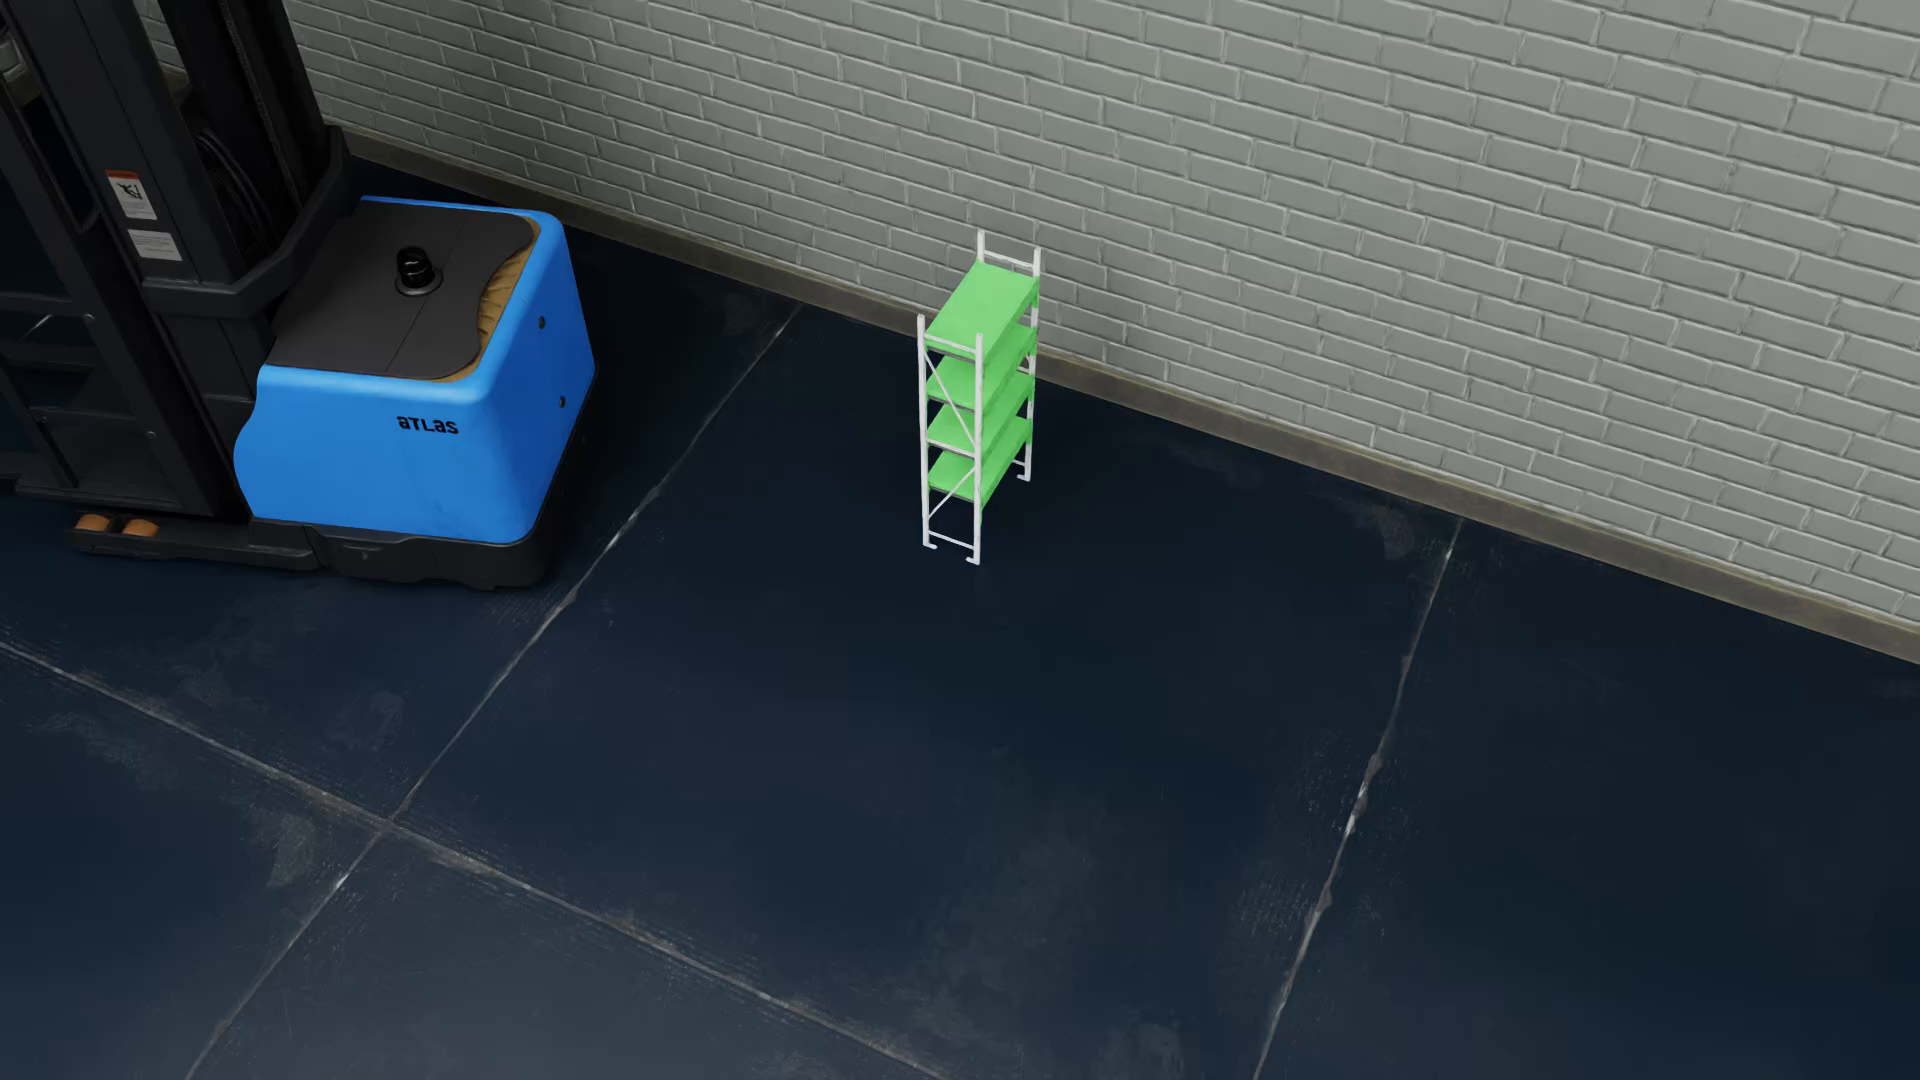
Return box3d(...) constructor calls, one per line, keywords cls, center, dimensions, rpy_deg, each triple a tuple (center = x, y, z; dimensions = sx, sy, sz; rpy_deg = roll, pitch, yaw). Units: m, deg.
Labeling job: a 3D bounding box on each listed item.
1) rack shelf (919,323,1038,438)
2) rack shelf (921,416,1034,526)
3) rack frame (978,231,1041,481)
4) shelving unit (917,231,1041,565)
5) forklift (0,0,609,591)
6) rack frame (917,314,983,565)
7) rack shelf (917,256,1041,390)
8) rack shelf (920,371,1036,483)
box3d(cls="rack shelf", center=(0.071, -0.617, 6.071), dimensions=(0.258, 0.148, 0.480), rpy_deg=(20, 52, 16))
box3d(cls="rack shelf", center=(0.071, -0.306, 6.437), dimensions=(0.258, 0.148, 0.480), rpy_deg=(20, 52, 16))
box3d(cls="rack frame", center=(0.175, -0.671, 6.348), dimensions=(0.240, 1.200, 0.015), rpy_deg=(20, 52, 16))
box3d(cls="shelving unit", center=(0.071, -0.503, 6.205), dimensions=(0.258, 1.200, 0.503), rpy_deg=(20, 52, 16))
box3d(cls="forklift", center=(-3.022, -1.268, 5.719), dimensions=(3.031, 2.935, 1.130), rpy_deg=(6, 50, 5))
box3d(cls="rack frame", center=(-0.034, -0.335, 6.062), dimensions=(0.240, 1.200, 0.015), rpy_deg=(20, 52, 16))
box3d(cls="rack shelf", center=(0.071, -0.772, 5.888), dimensions=(0.258, 0.148, 0.480), rpy_deg=(20, 52, 16))
box3d(cls="rack shelf", center=(0.071, -0.461, 6.254), dimensions=(0.258, 0.148, 0.480), rpy_deg=(20, 52, 16))
